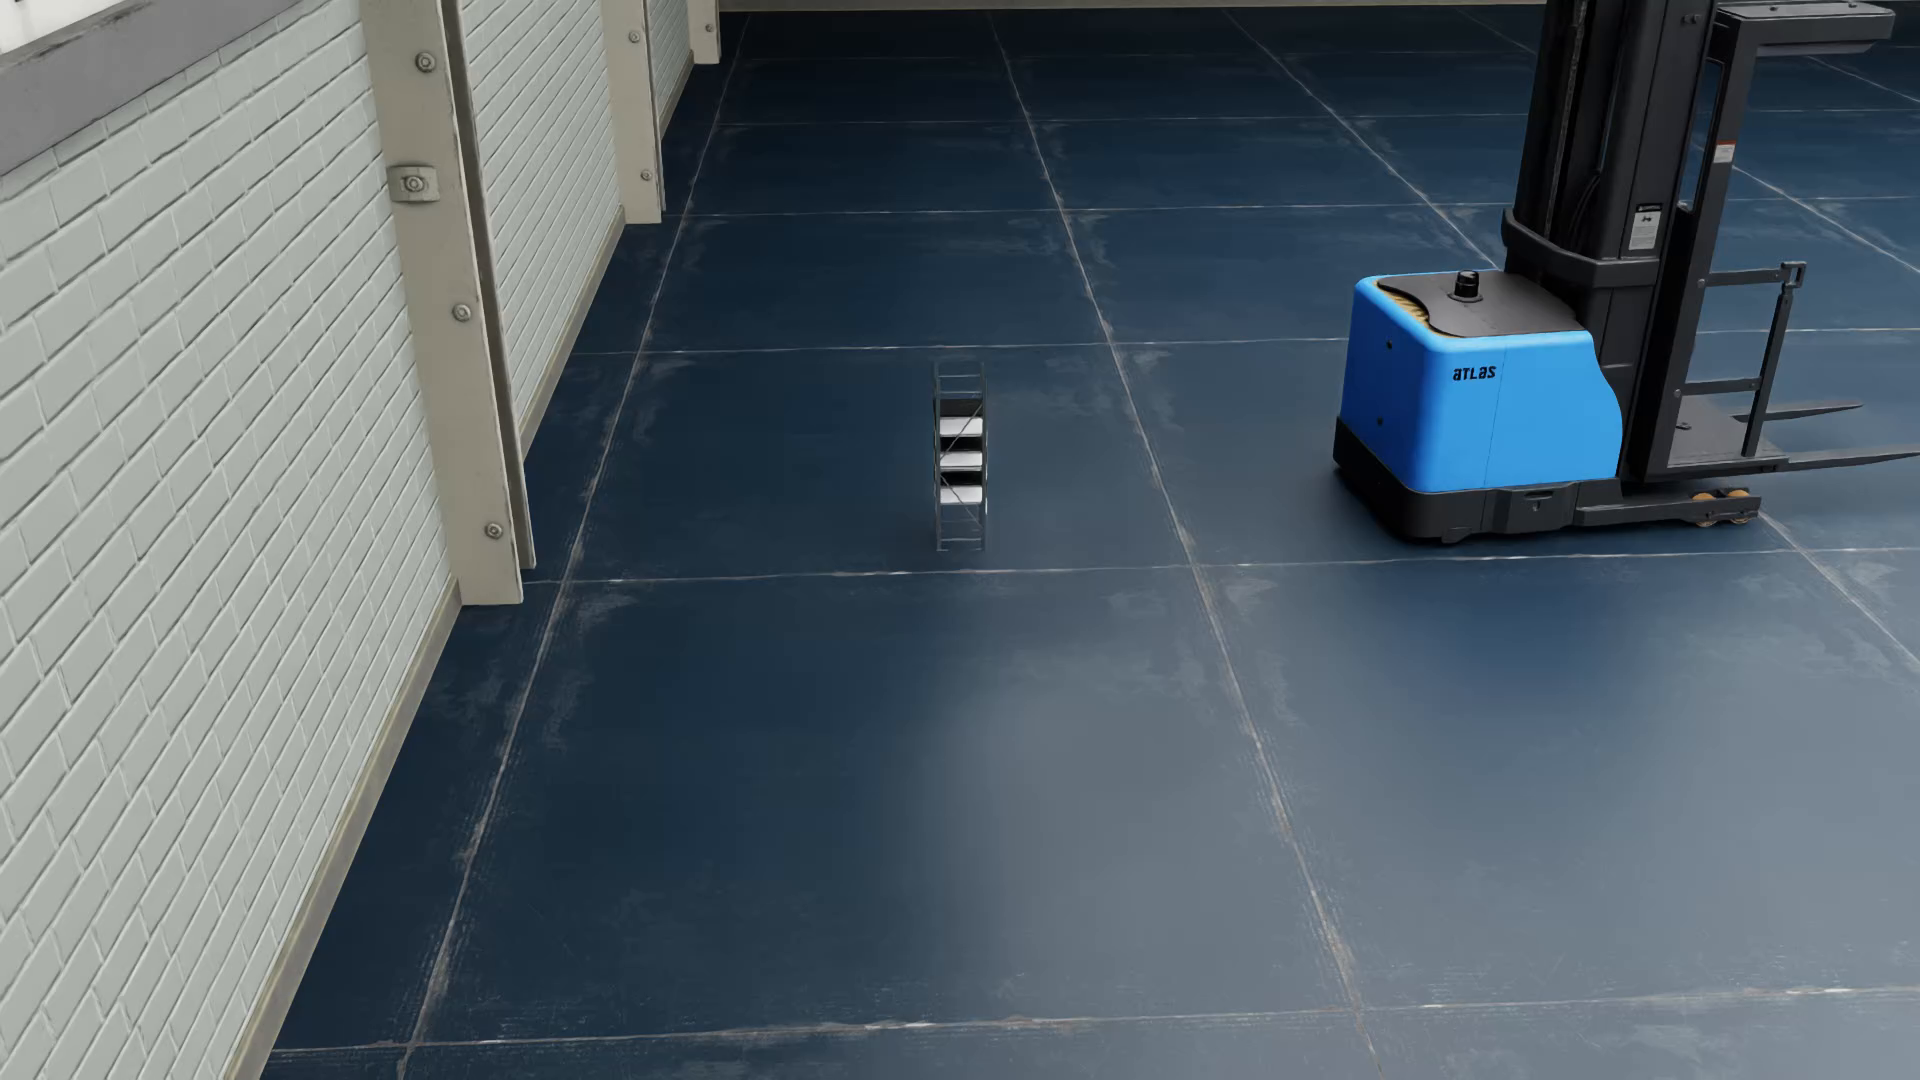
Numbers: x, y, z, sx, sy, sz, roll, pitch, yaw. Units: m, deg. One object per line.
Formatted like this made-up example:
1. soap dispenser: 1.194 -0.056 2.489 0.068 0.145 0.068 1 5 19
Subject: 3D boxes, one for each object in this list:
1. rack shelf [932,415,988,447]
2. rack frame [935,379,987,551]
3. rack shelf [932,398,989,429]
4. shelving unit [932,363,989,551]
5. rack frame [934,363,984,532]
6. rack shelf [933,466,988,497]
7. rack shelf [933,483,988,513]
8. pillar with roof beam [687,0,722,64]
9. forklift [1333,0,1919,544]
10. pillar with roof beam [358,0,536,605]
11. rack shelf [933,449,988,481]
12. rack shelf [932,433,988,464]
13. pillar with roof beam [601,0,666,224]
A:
1. rack shelf: 0.000 -0.525 7.967 0.258 0.077 0.200 -1 28 -3
2. rack frame: 0.006 -0.348 7.945 0.240 0.900 0.006 -1 28 -3
3. rack shelf: 0.000 -0.605 7.925 0.258 0.077 0.200 -1 28 -3
4. shelving unit: 0.000 -0.395 8.035 0.258 0.900 0.210 -1 28 -3
5. rack frame: -0.005 -0.442 8.125 0.240 0.900 0.006 -1 28 -3
6. rack shelf: 0.000 -0.286 8.092 0.258 0.077 0.200 -1 28 -3
7. rack shelf: 0.000 -0.206 8.133 0.258 0.077 0.200 -1 28 -3
8. pillar with roof beam: 1.482 -9.430 16.599 9.100 9.000 0.400 -1 28 -3
9. forklift: 3.571 -1.602 8.152 3.031 2.935 1.130 -5 28 -9
10. pillar with roof beam: 2.108 -3.888 5.974 9.100 9.000 0.400 -1 28 -3
11. rack shelf: 0.000 -0.366 8.050 0.258 0.077 0.200 -1 28 -3
12. rack shelf: 0.000 -0.445 8.009 0.258 0.077 0.200 -1 28 -3
13. pillar with roof beam: 1.795 -6.659 11.287 9.100 9.000 0.400 -1 28 -3
